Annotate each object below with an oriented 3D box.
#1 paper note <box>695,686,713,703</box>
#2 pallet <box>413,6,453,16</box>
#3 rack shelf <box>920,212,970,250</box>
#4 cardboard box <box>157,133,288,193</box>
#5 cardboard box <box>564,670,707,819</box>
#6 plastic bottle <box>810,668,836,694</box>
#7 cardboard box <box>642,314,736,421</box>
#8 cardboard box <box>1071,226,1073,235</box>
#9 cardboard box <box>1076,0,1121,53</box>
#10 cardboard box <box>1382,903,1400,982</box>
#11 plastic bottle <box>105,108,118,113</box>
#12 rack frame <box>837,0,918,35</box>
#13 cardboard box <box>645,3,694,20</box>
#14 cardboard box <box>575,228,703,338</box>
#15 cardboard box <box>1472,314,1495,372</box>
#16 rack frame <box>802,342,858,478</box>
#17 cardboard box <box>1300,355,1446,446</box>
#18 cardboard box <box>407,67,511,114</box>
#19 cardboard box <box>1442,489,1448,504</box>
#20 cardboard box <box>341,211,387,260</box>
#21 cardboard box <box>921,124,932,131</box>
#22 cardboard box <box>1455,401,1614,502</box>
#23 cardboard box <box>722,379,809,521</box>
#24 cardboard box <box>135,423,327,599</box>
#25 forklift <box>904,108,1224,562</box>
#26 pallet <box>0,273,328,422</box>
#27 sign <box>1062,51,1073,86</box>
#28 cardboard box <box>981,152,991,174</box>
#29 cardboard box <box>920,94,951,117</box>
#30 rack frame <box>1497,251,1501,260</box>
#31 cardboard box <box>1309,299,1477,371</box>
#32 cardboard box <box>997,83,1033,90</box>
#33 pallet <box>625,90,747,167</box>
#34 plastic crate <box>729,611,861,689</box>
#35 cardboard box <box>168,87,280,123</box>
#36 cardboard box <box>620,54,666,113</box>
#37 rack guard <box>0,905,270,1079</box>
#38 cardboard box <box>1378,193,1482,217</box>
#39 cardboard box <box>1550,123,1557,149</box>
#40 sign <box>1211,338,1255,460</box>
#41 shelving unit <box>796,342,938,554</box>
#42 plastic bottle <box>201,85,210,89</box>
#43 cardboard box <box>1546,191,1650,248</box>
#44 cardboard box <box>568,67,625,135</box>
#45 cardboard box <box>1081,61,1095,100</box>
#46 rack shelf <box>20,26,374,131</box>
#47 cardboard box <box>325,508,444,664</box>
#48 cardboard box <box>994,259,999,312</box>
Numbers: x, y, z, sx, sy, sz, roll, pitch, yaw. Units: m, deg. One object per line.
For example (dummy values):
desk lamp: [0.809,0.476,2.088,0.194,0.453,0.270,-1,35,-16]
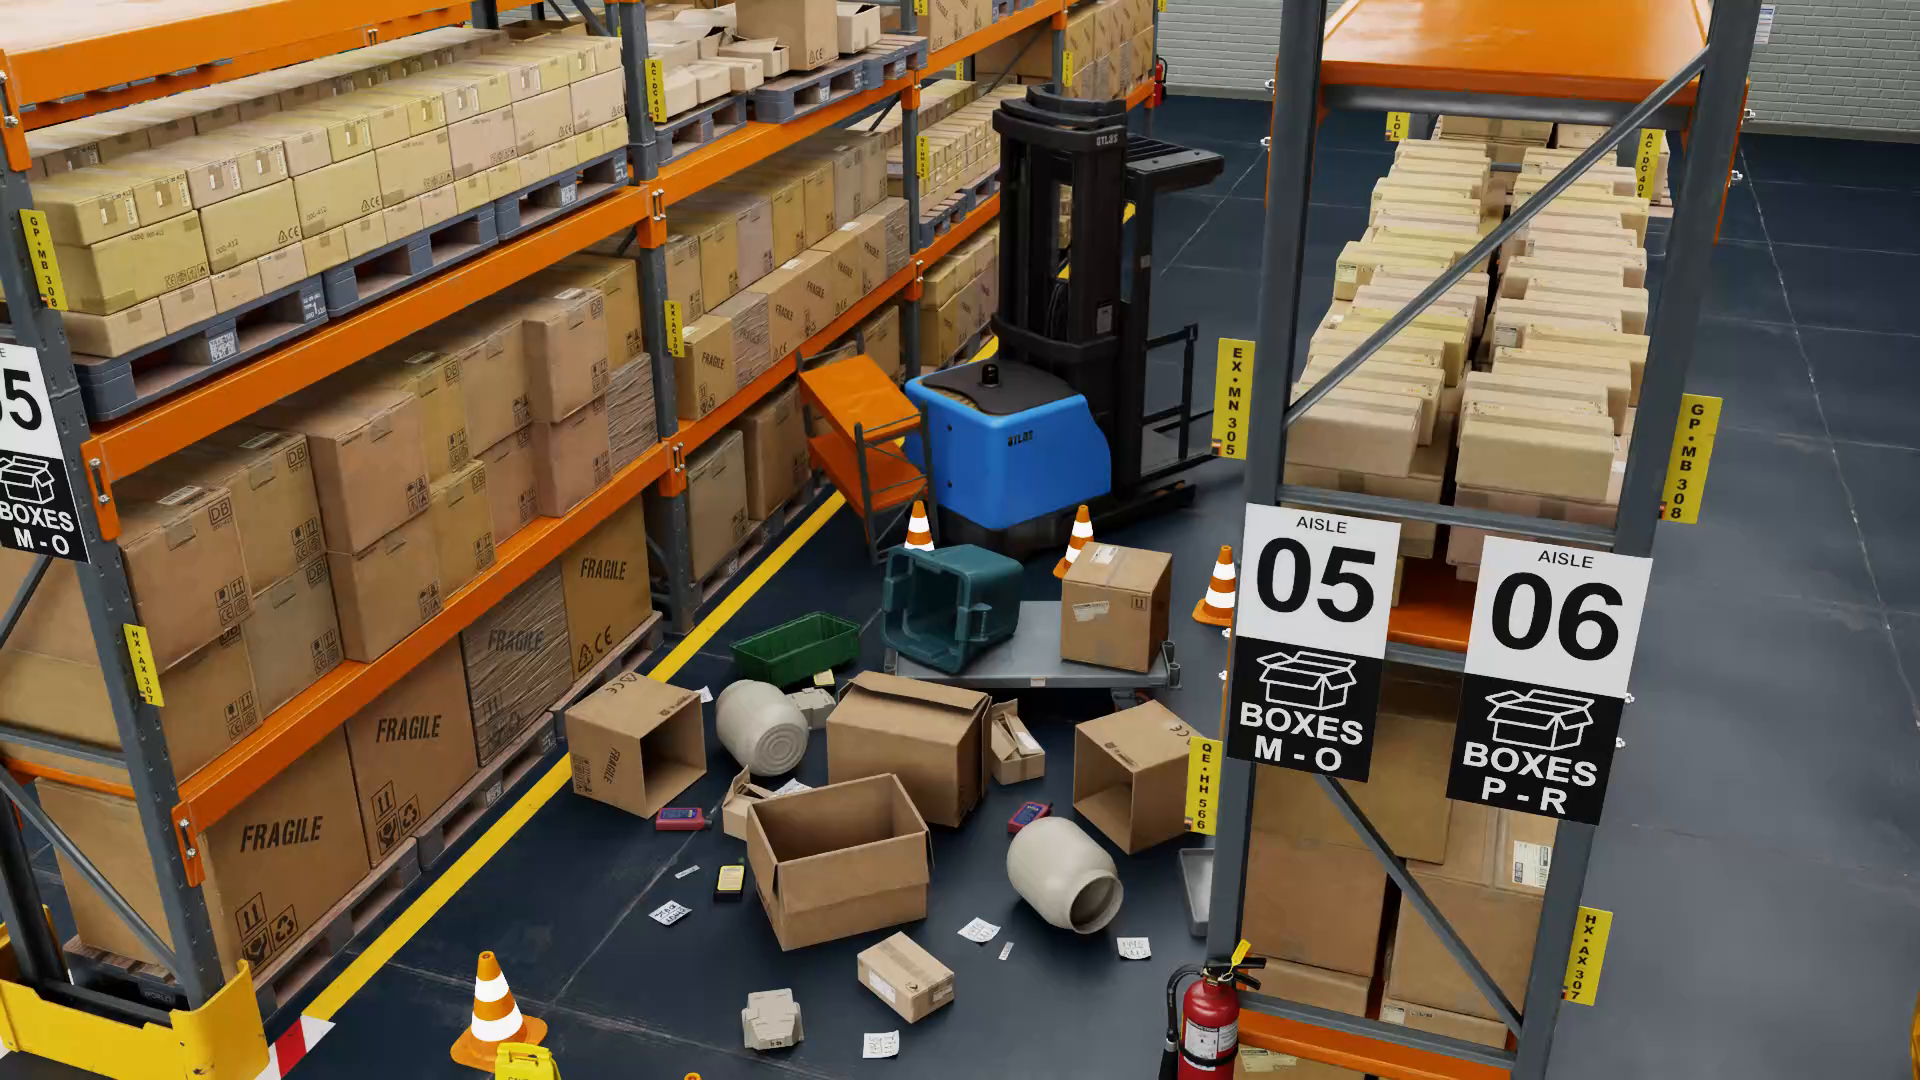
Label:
paper note: [-1.510,0.896,9.588,0.147,0.020,0.142,-9,27,-18]
pallet: [-5.289,-4.790,14.699,1.213,0.211,1.003,10,28,20]
rack shelf: [-0.144,-3.110,14.974,0.919,0.052,3.809,9,27,17]
cardboard box: [-2.807,-1.437,6.334,0.380,0.149,0.250,9,27,18]
cardboard box: [-1.689,1.063,8.702,0.500,0.500,0.500,14,29,26]
plastic bottle: [-0.809,0.807,9.737,0.133,0.061,0.283,-5,26,-9]
cardboard box: [-1.712,-1.070,10.127,0.500,0.500,0.500,9,27,18]
cardboard box: [1.034,-3.254,17.541,0.380,0.149,0.250,10,27,19]
cardboard box: [1.429,-5.543,17.877,0.500,0.500,0.500,8,27,16]
cardboard box: [1.609,1.370,5.491,0.380,0.149,0.250,9,27,18]
plastic bottle: [-9.157,-4.715,17.826,0.144,0.351,0.185,9,27,17]
rack frame: [-0.810,-5.192,11.871,1.000,3.000,0.127,9,27,17]
cardboard box: [-3.382,-5.876,19.137,0.500,0.500,0.500,8,27,16]
cardboard box: [-1.981,-1.548,9.967,0.700,0.500,0.500,8,27,17]
cardboard box: [1.974,-0.534,5.523,0.500,0.250,0.500,10,27,19]
rack frame: [-0.850,-0.893,11.585,0.475,0.981,0.013,-20,40,-18]
cardboard box: [1.186,-0.406,4.801,0.380,0.149,0.250,9,27,18]
cardboard box: [-2.298,-2.065,7.631,0.380,0.149,0.250,9,27,18]
cardboard box: [1.404,-0.258,5.410,0.380,0.149,0.250,9,27,18]
cardboard box: [-2.635,-1.288,6.942,0.380,0.149,0.250,9,27,17]
cardboard box: [-0.475,-3.710,15.160,0.380,0.149,0.250,8,27,17]
cardboard box: [1.540,-0.240,4.459,0.380,0.149,0.250,9,27,17]
cardboard box: [-1.694,-0.689,11.553,1.050,0.750,0.750,9,27,17]
cardboard box: [-3.216,-0.144,6.918,0.875,0.550,0.550,9,27,17]
forklift: [1.071,-1.632,11.582,3.031,2.843,1.129,-19,32,-34]
pallet: [-3.235,-0.821,6.386,1.003,0.211,1.213,9,27,17]
sign: [1.046,-4.578,16.158,0.100,0.325,0.005,9,27,17]
cardboard box: [0.057,-3.374,14.807,0.380,0.149,0.250,8,27,16]
cardboard box: [-0.303,-4.061,15.544,0.380,0.149,0.250,8,27,17]
rack frame: [2.561,-0.172,8.386,1.000,3.000,0.127,9,27,17]
cardboard box: [1.483,-0.614,5.689,0.500,0.250,0.500,10,27,19]
cardboard box: [0.572,-4.286,16.007,0.380,0.149,0.250,10,28,20]
pallet: [-1.882,-2.496,9.964,0.805,0.209,1.217,8,27,15]
plastic crate: [-0.963,0.653,9.843,0.662,0.188,0.450,-20,23,-36]
cardboard box: [-3.172,-1.849,7.184,0.380,0.149,0.250,9,27,18]
cardboard box: [-2.056,-2.678,9.696,0.500,0.250,0.500,9,27,18]
rack guard: [-3.480,1.931,6.912,1.175,0.500,0.348,9,27,17]
cardboard box: [1.845,-1.254,6.552,0.380,0.149,0.250,8,27,16]
cardboard box: [3.448,-2.244,8.914,0.500,0.250,0.500,8,27,17]
sign: [0.713,-0.365,4.328,0.100,0.325,0.005,9,27,17]
shelving unit: [-0.626,-0.625,11.215,0.538,0.981,1.030,-20,40,-18]
plastic bottle: [-8.653,-5.252,19.012,0.061,0.283,0.133,9,27,17]
cardboard box: [2.514,-1.268,6.582,0.380,0.149,0.250,10,27,19]
cardboard box: [-2.062,-2.259,8.489,0.500,0.250,0.500,8,27,17]
cardboard box: [1.082,-4.686,17.253,0.500,0.500,0.500,9,27,17]
rack shelf: [-6.119,-3.457,12.555,1.077,0.370,4.000,9,27,17]
cardboard box: [-2.924,0.128,7.595,0.875,0.550,0.550,9,27,17]
cardboard box: [0.167,-2.438,15.453,0.500,0.500,0.500,8,27,16]
